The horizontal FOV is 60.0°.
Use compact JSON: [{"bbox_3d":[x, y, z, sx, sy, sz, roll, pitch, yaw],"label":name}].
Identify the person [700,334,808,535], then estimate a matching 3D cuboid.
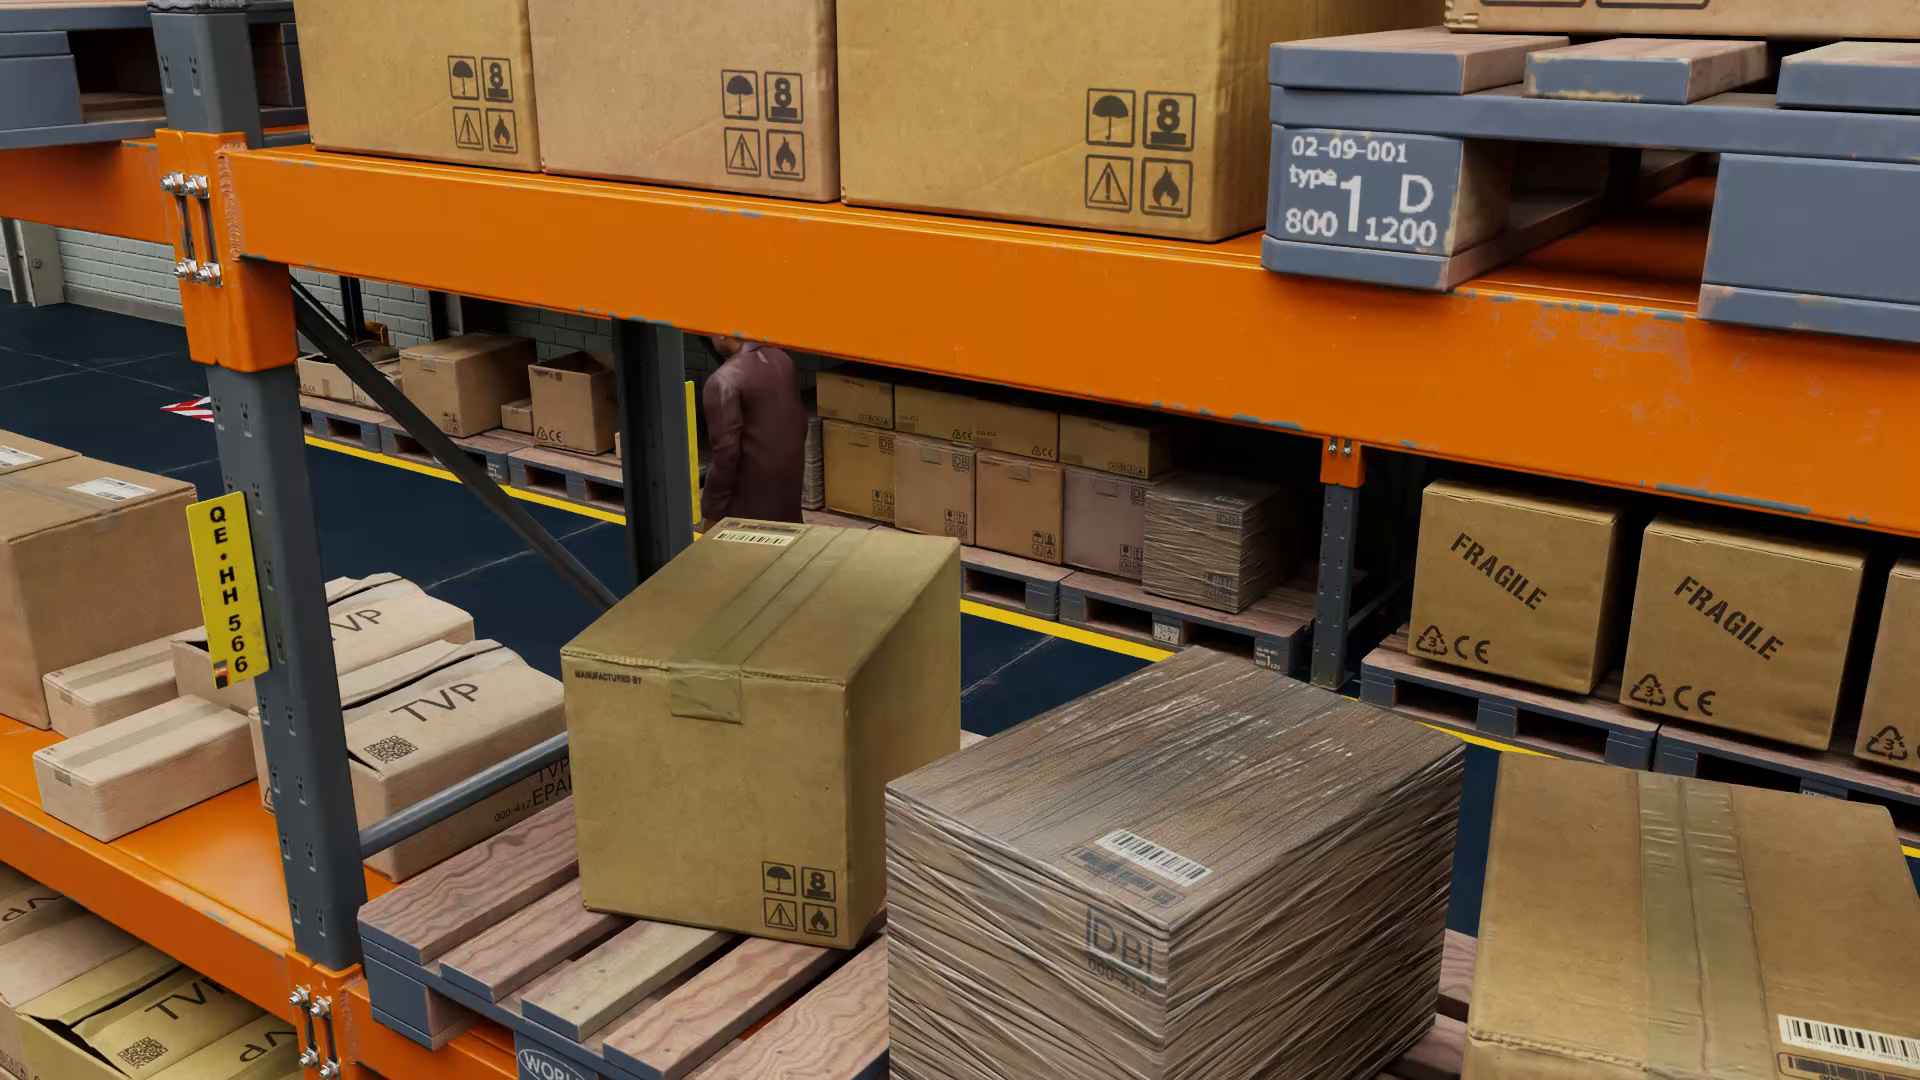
[{"bbox_3d":[-0.883,-0.168,7.068,0.428,1.773,0.651,11,22,29],"label":"person"}]
